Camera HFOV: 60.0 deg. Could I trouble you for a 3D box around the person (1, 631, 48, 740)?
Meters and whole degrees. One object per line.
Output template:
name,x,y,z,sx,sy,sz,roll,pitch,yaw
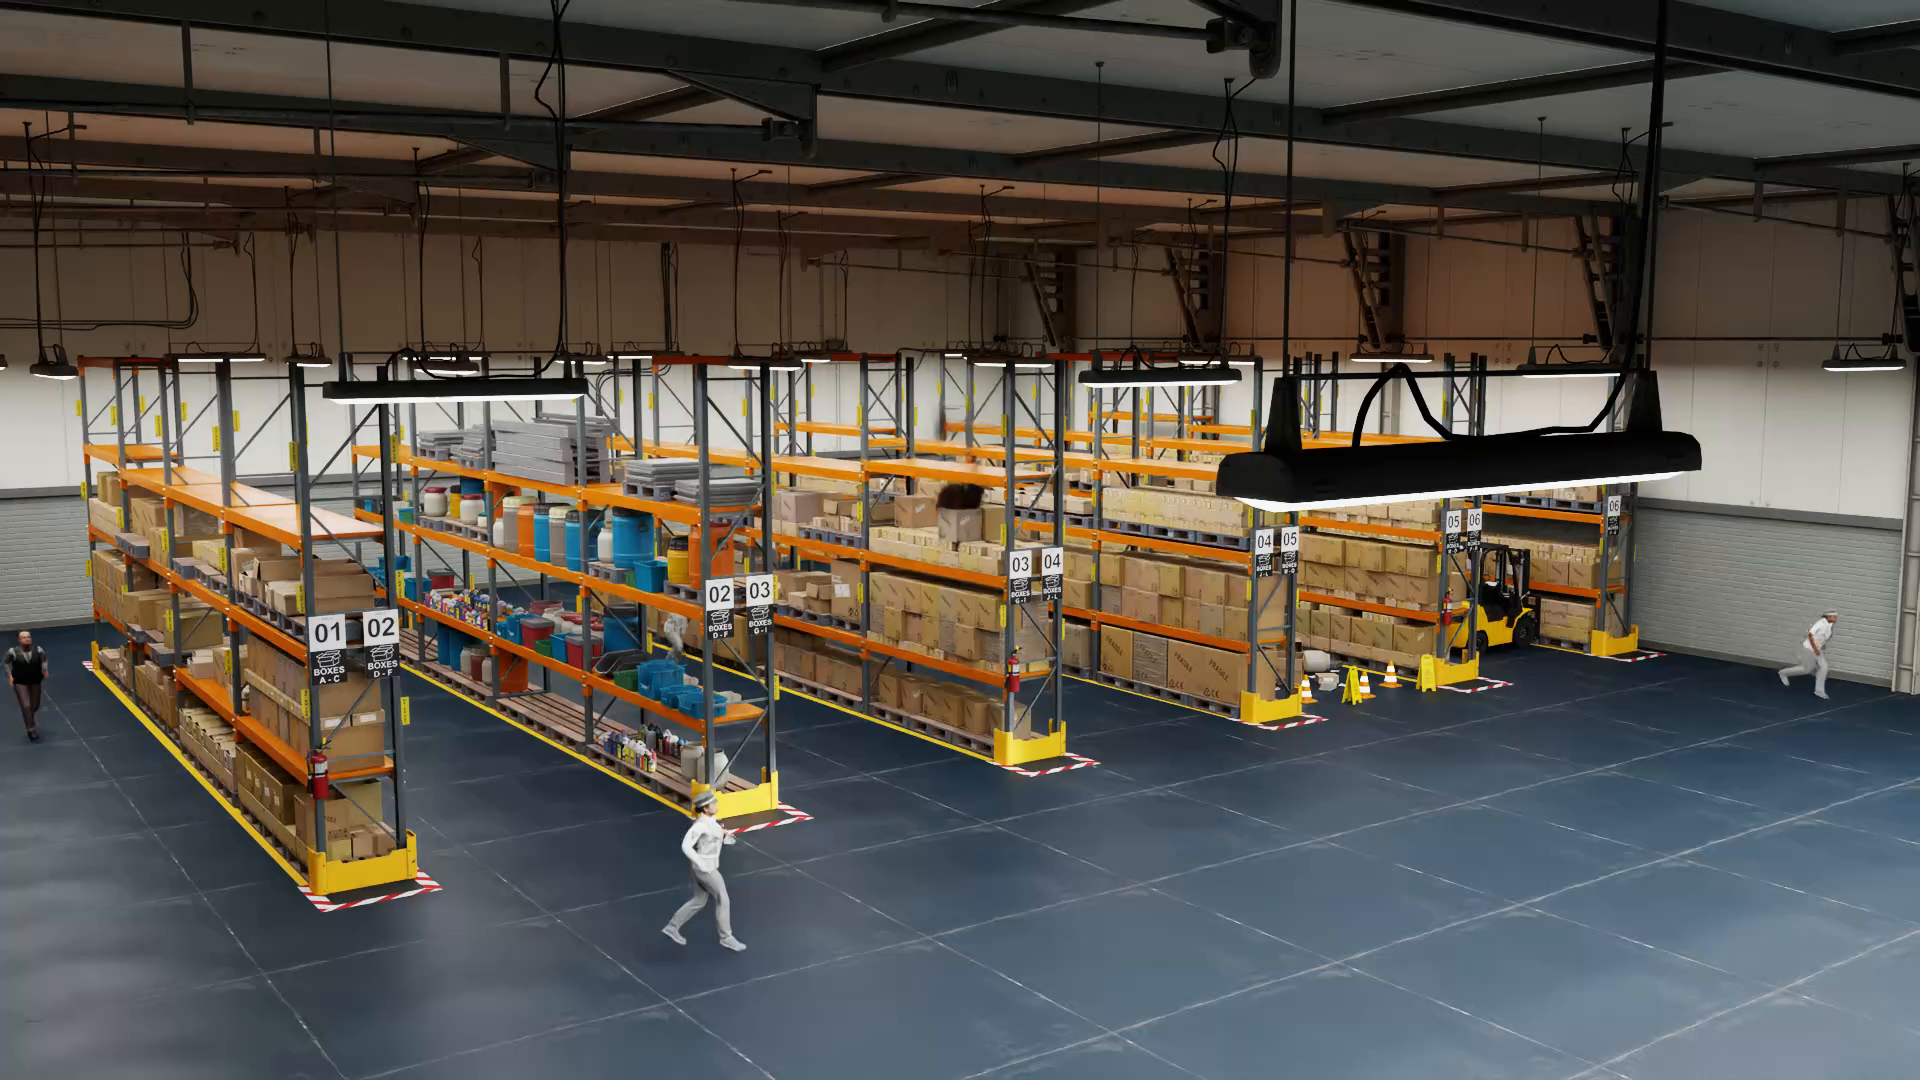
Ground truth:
person,-14.894,2.286,26.529,0.645,1.709,0.849,-6,9,-42

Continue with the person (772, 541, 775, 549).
person,-4.720,0.440,41.874,0.622,1.648,0.778,-1,7,-8

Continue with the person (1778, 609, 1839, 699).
person,15.103,1.984,29.602,0.926,1.621,0.587,6,9,39

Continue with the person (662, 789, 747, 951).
person,-2.658,3.413,17.207,0.867,1.722,0.597,-1,7,-9

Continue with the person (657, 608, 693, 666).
person,-5.341,1.748,31.191,0.877,1.613,0.594,7,10,44
